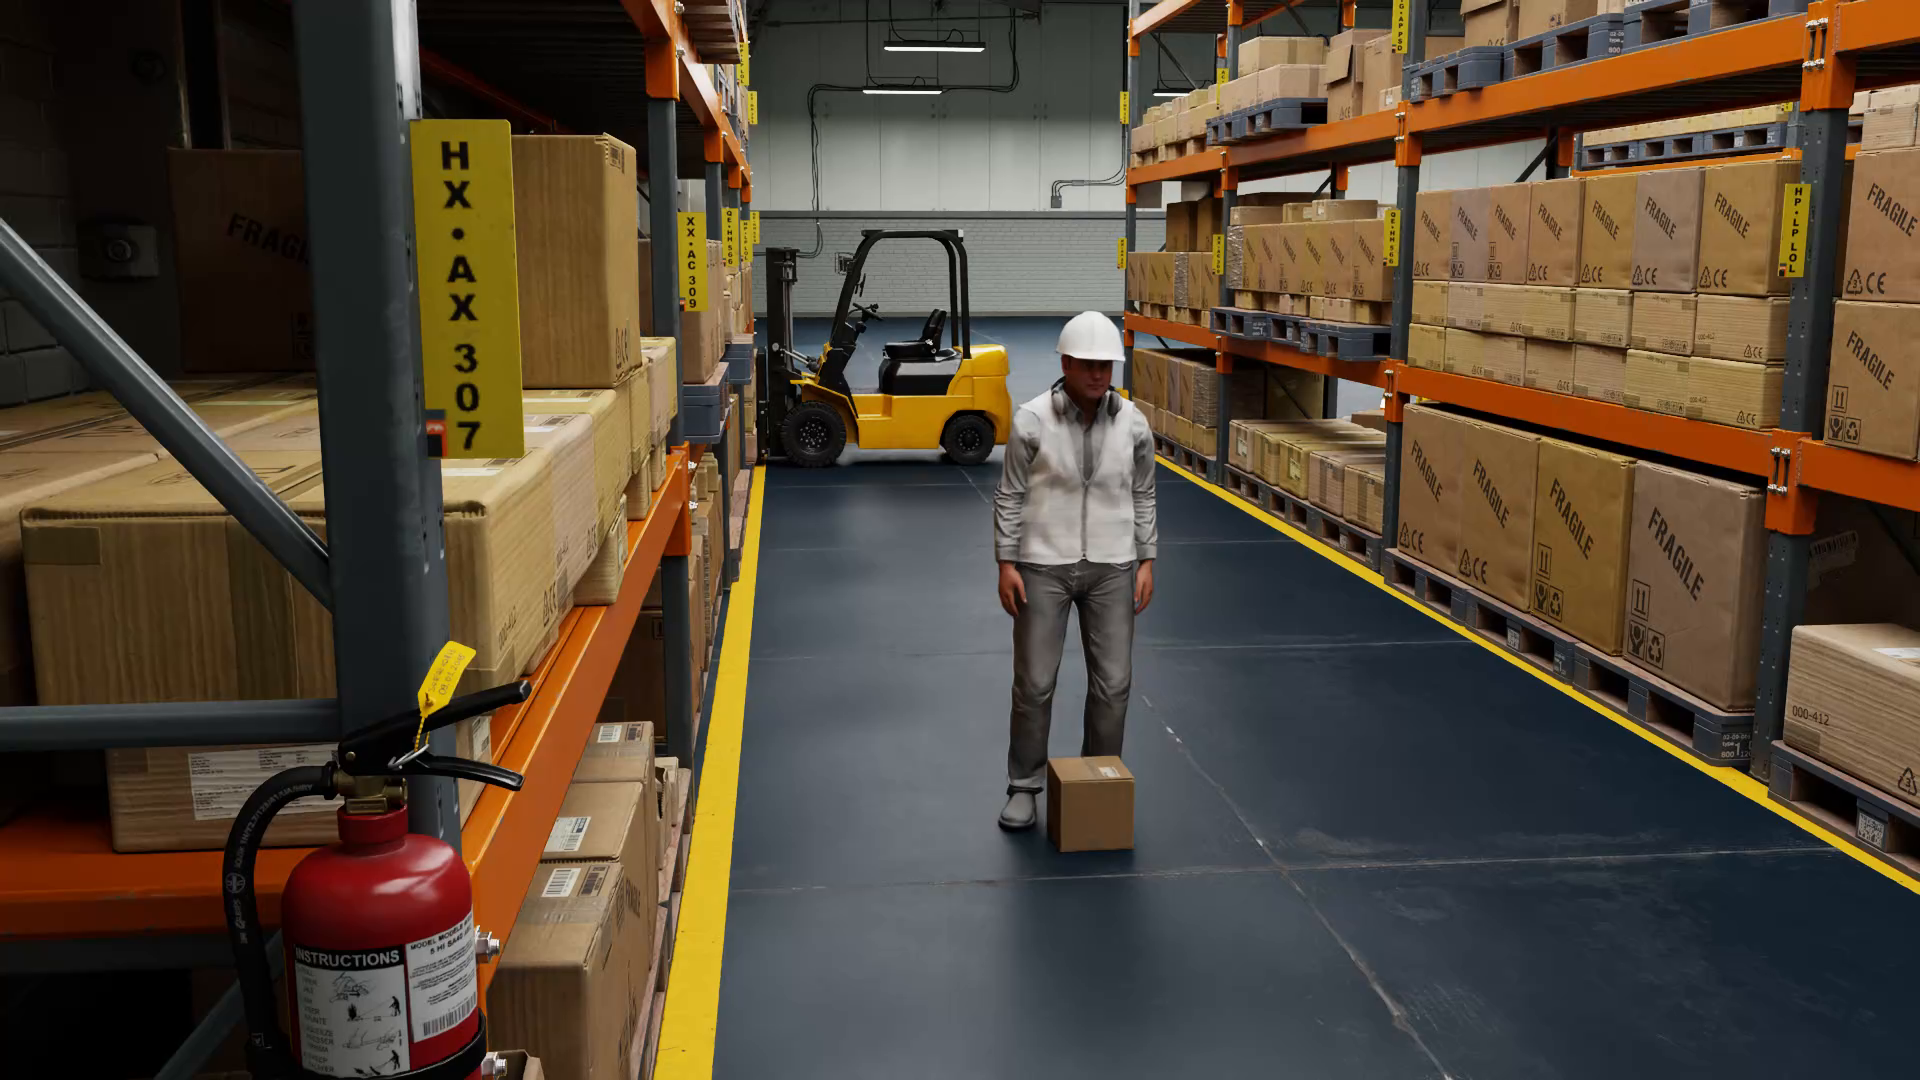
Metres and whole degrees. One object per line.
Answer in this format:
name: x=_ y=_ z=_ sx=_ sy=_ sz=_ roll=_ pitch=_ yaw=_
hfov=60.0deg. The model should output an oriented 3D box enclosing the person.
person: x=0.406 y=0.099 z=5.762 sx=0.579 sy=1.769 sz=0.466 roll=-2 pitch=10 yaw=-9
